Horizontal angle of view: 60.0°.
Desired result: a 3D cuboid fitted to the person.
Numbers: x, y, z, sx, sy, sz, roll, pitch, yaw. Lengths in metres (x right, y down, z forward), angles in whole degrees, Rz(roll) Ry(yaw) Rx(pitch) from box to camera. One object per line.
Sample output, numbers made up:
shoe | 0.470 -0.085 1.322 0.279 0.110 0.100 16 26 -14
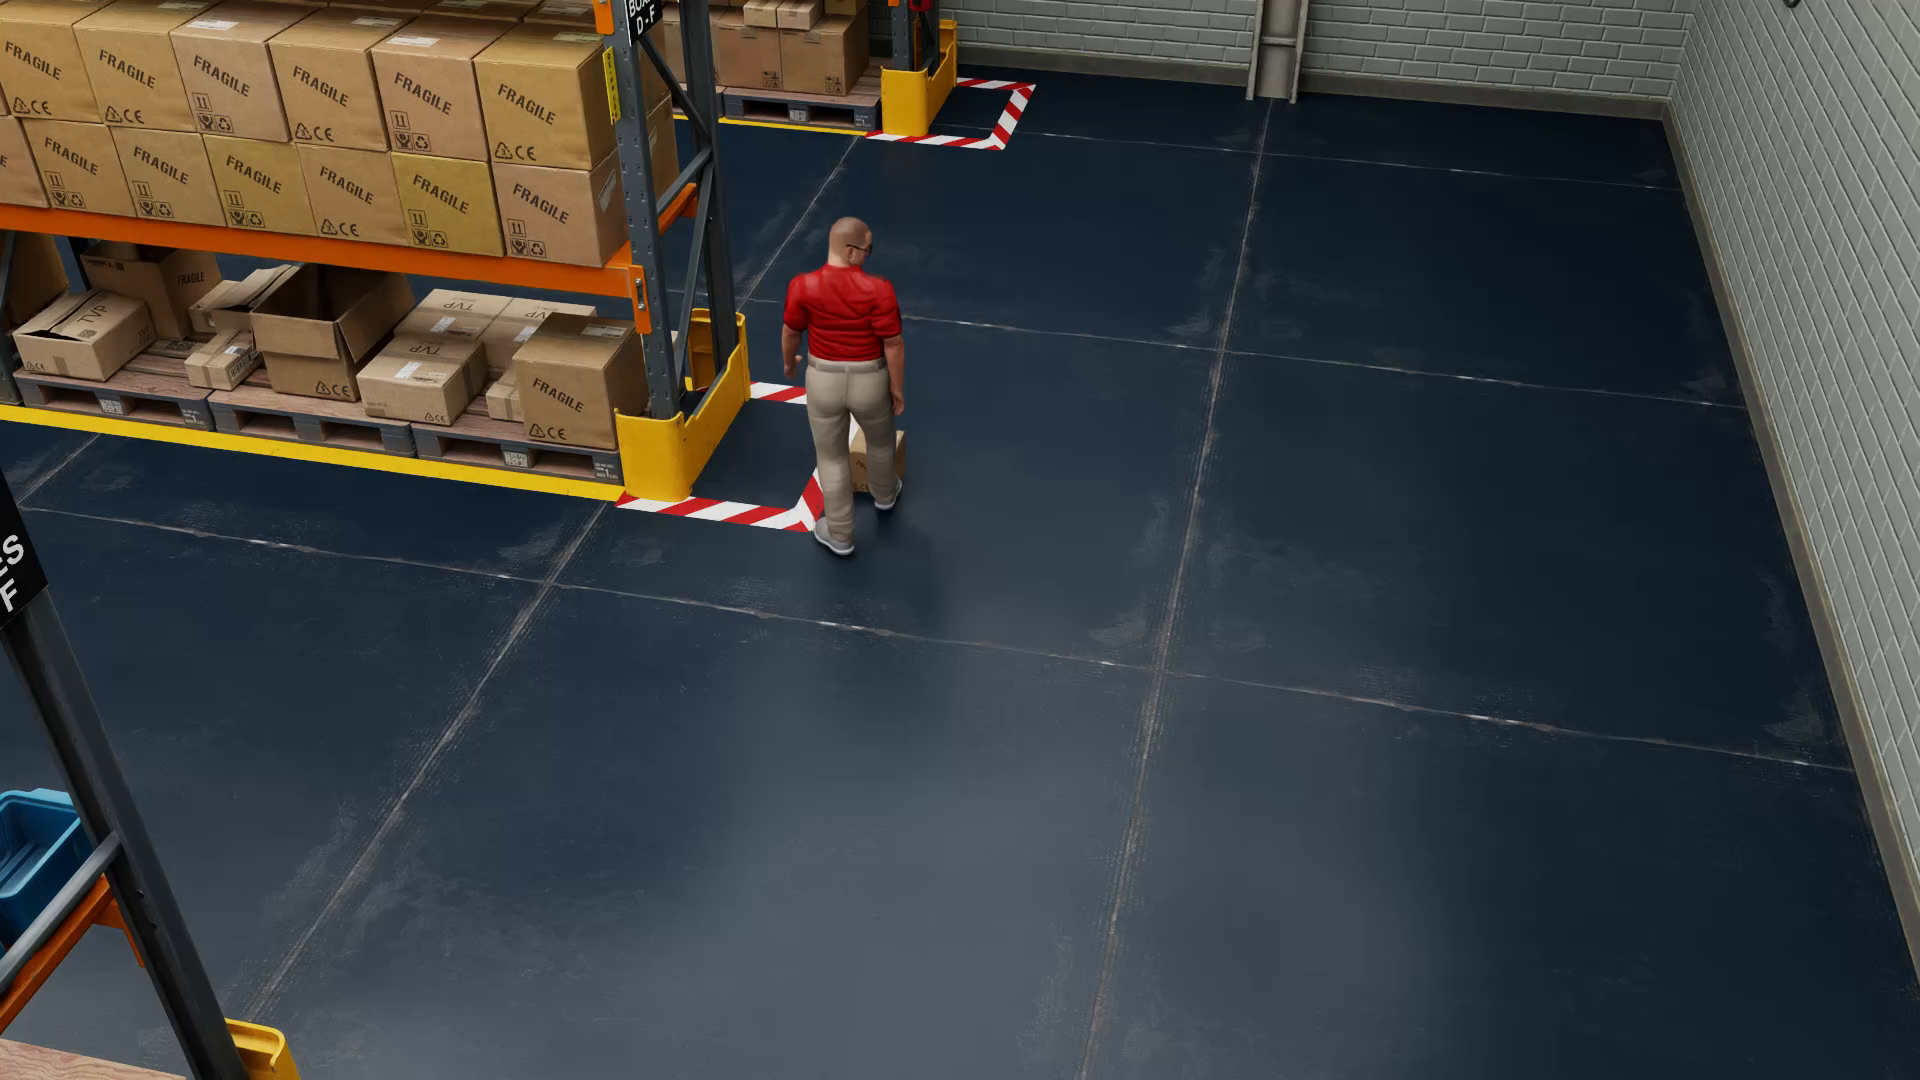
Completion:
person | -0.558 -0.783 7.953 0.594 1.646 0.533 -1 36 -1
